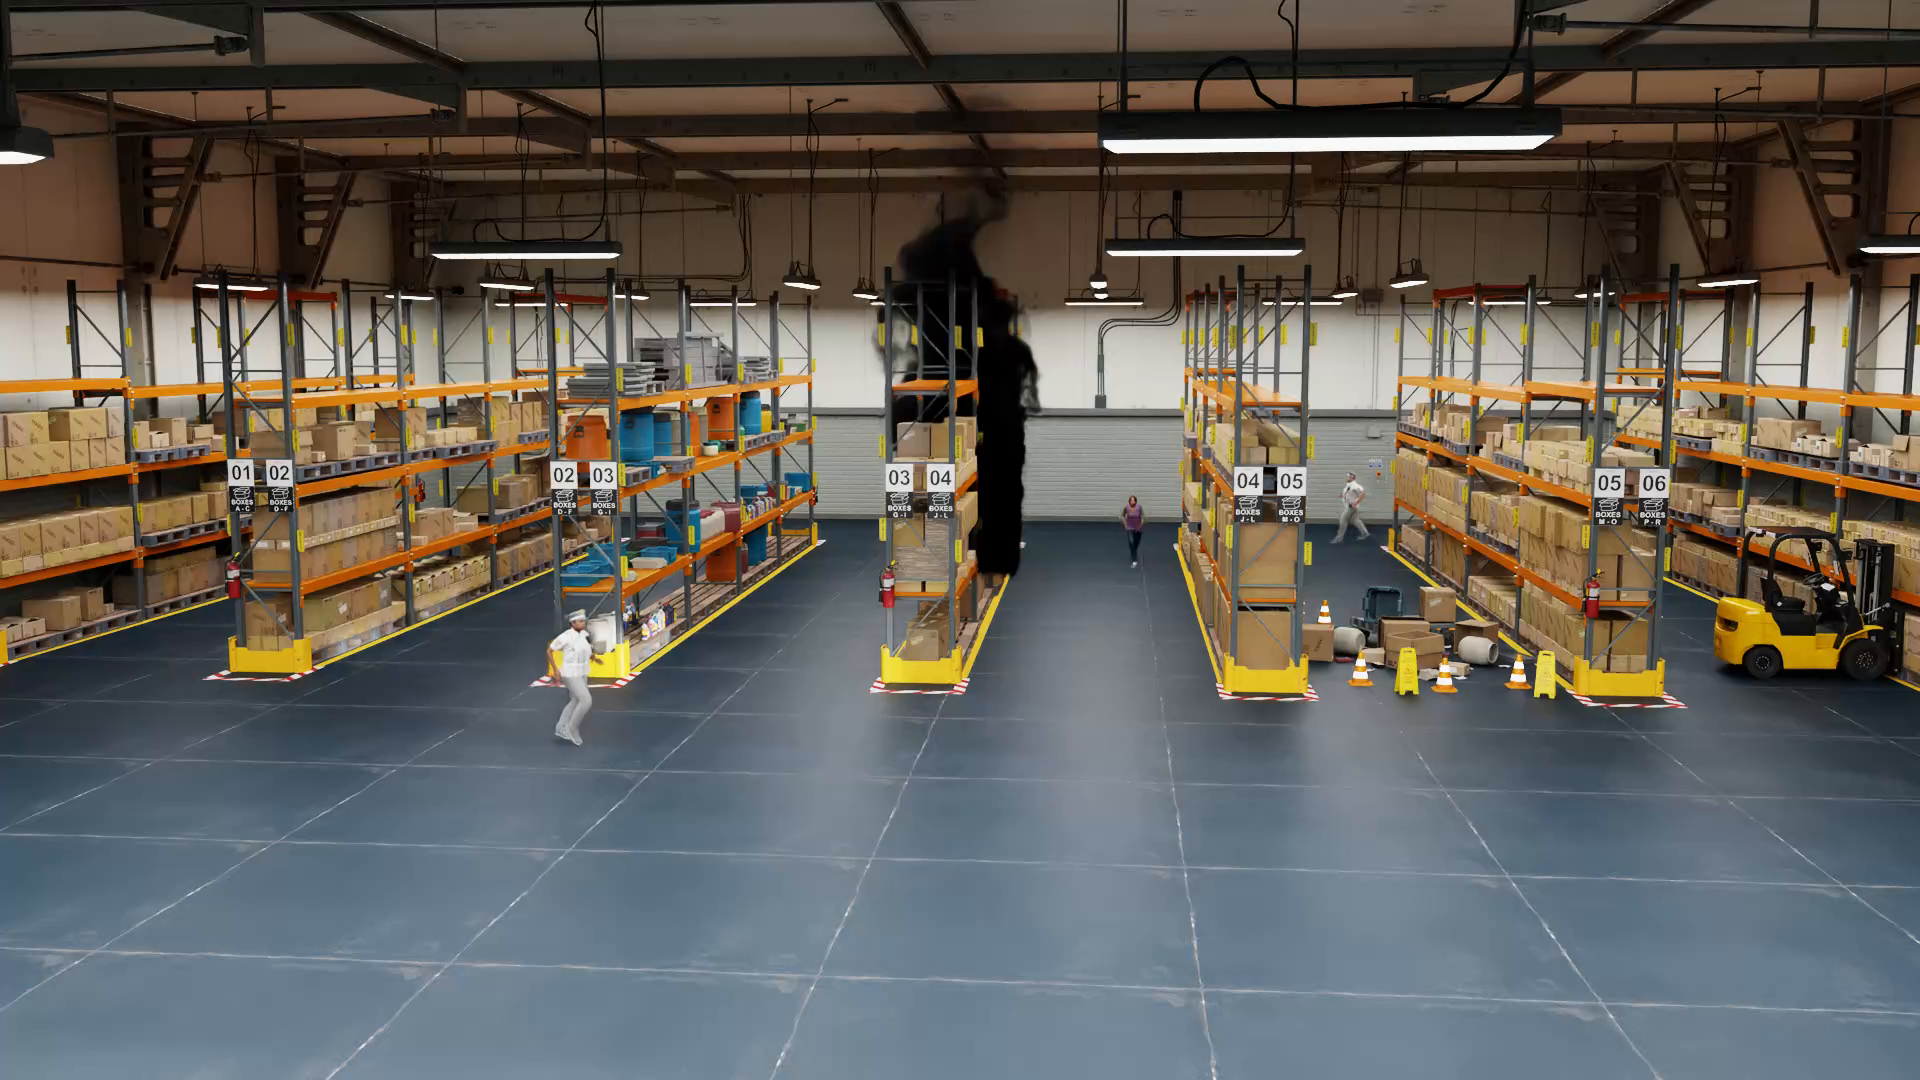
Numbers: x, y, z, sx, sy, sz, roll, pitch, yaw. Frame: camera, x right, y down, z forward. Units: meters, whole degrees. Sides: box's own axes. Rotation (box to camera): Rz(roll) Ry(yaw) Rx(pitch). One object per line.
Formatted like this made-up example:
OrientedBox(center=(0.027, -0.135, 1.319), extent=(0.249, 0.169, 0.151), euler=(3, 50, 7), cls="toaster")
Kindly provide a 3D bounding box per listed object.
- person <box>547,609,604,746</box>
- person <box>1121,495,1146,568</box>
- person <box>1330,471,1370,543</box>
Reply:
OrientedBox(center=(-4.722, 1.689, 20.505), extent=(0.771, 1.697, 0.538), euler=(3, 8, 23), cls="person")
OrientedBox(center=(3.826, -0.216, 36.729), extent=(0.537, 1.586, 0.932), euler=(0, 7, 3), cls="person")
OrientedBox(center=(9.544, -0.801, 40.553), extent=(0.957, 1.791, 0.693), euler=(1, 7, 7), cls="person")
